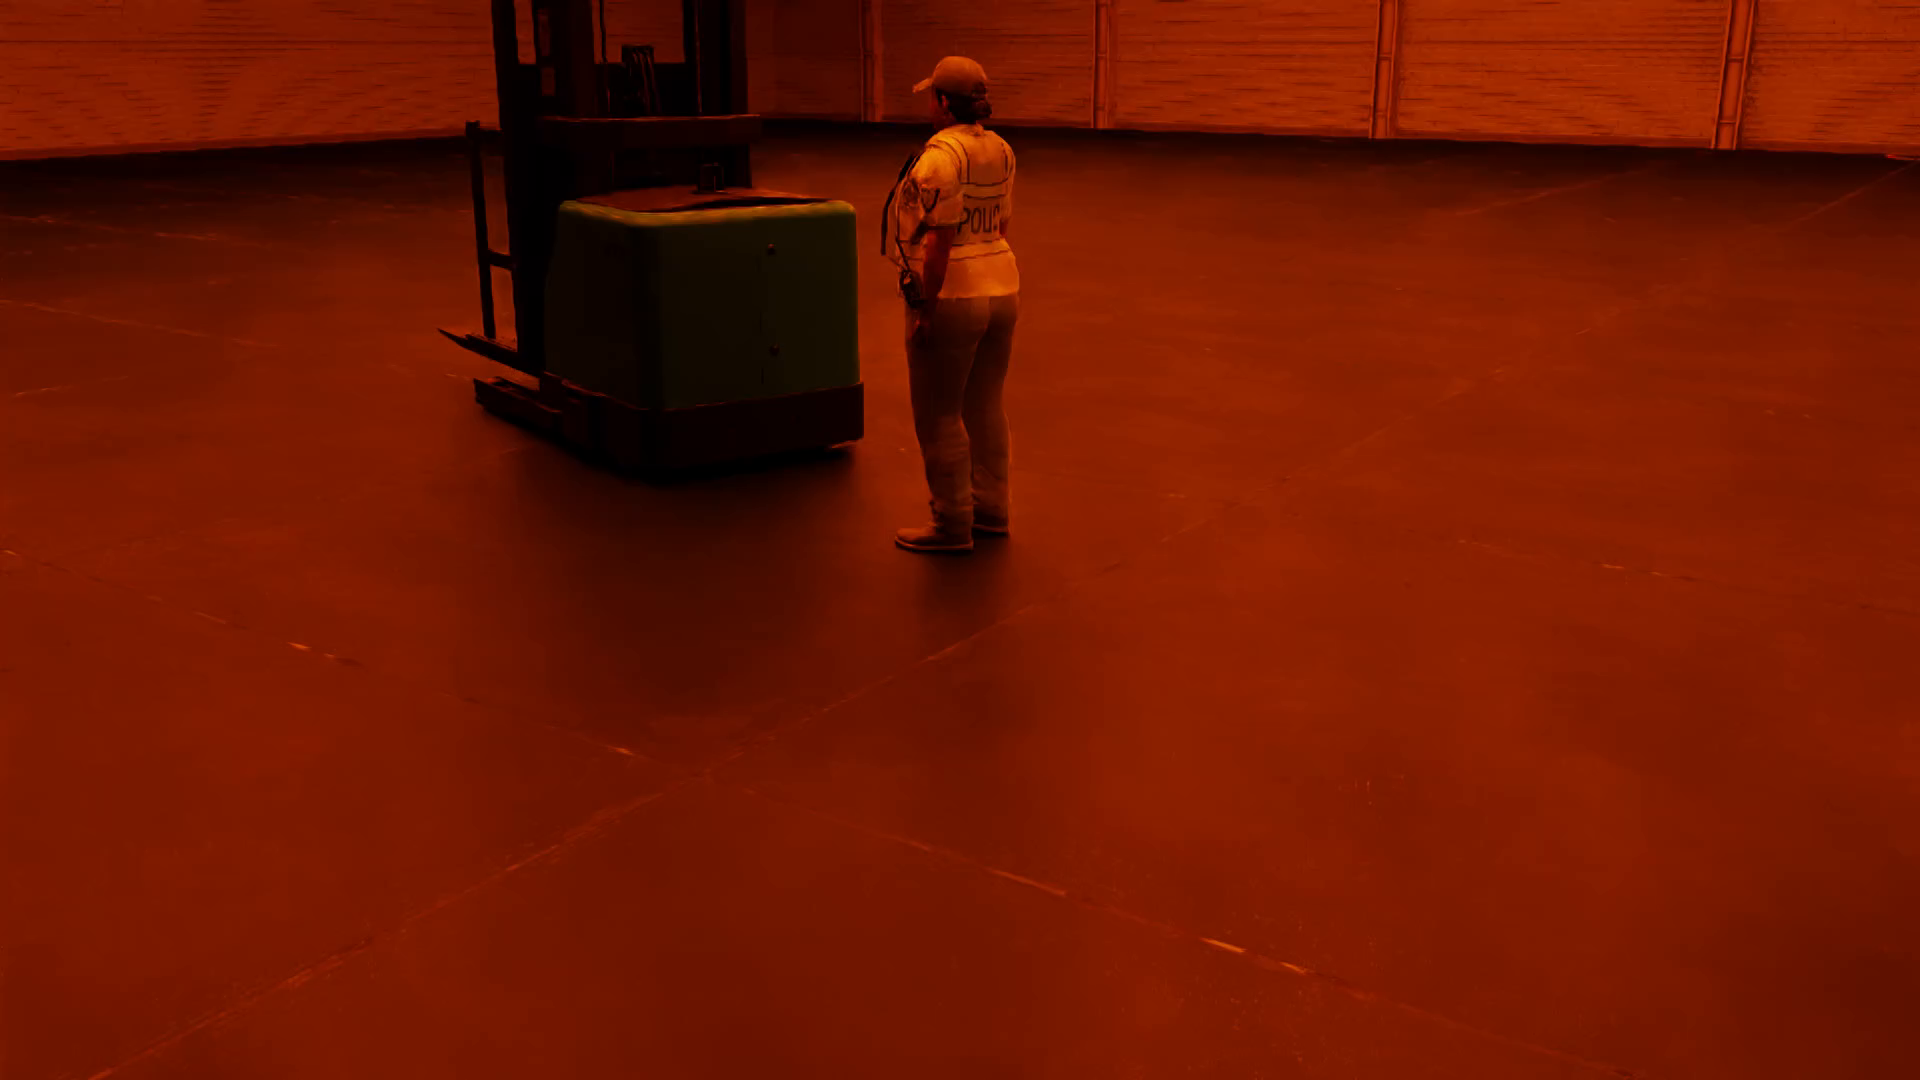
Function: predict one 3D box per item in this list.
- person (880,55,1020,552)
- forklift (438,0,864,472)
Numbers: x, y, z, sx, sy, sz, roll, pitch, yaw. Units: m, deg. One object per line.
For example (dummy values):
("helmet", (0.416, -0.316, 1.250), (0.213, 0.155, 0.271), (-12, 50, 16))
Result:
("person", (-0.010, -0.799, 5.725), (0.390, 1.669, 0.482), (11, 20, 33))
("forklift", (-1.681, -2.045, 7.672), (1.130, 2.935, 3.031), (-12, 20, -34))
